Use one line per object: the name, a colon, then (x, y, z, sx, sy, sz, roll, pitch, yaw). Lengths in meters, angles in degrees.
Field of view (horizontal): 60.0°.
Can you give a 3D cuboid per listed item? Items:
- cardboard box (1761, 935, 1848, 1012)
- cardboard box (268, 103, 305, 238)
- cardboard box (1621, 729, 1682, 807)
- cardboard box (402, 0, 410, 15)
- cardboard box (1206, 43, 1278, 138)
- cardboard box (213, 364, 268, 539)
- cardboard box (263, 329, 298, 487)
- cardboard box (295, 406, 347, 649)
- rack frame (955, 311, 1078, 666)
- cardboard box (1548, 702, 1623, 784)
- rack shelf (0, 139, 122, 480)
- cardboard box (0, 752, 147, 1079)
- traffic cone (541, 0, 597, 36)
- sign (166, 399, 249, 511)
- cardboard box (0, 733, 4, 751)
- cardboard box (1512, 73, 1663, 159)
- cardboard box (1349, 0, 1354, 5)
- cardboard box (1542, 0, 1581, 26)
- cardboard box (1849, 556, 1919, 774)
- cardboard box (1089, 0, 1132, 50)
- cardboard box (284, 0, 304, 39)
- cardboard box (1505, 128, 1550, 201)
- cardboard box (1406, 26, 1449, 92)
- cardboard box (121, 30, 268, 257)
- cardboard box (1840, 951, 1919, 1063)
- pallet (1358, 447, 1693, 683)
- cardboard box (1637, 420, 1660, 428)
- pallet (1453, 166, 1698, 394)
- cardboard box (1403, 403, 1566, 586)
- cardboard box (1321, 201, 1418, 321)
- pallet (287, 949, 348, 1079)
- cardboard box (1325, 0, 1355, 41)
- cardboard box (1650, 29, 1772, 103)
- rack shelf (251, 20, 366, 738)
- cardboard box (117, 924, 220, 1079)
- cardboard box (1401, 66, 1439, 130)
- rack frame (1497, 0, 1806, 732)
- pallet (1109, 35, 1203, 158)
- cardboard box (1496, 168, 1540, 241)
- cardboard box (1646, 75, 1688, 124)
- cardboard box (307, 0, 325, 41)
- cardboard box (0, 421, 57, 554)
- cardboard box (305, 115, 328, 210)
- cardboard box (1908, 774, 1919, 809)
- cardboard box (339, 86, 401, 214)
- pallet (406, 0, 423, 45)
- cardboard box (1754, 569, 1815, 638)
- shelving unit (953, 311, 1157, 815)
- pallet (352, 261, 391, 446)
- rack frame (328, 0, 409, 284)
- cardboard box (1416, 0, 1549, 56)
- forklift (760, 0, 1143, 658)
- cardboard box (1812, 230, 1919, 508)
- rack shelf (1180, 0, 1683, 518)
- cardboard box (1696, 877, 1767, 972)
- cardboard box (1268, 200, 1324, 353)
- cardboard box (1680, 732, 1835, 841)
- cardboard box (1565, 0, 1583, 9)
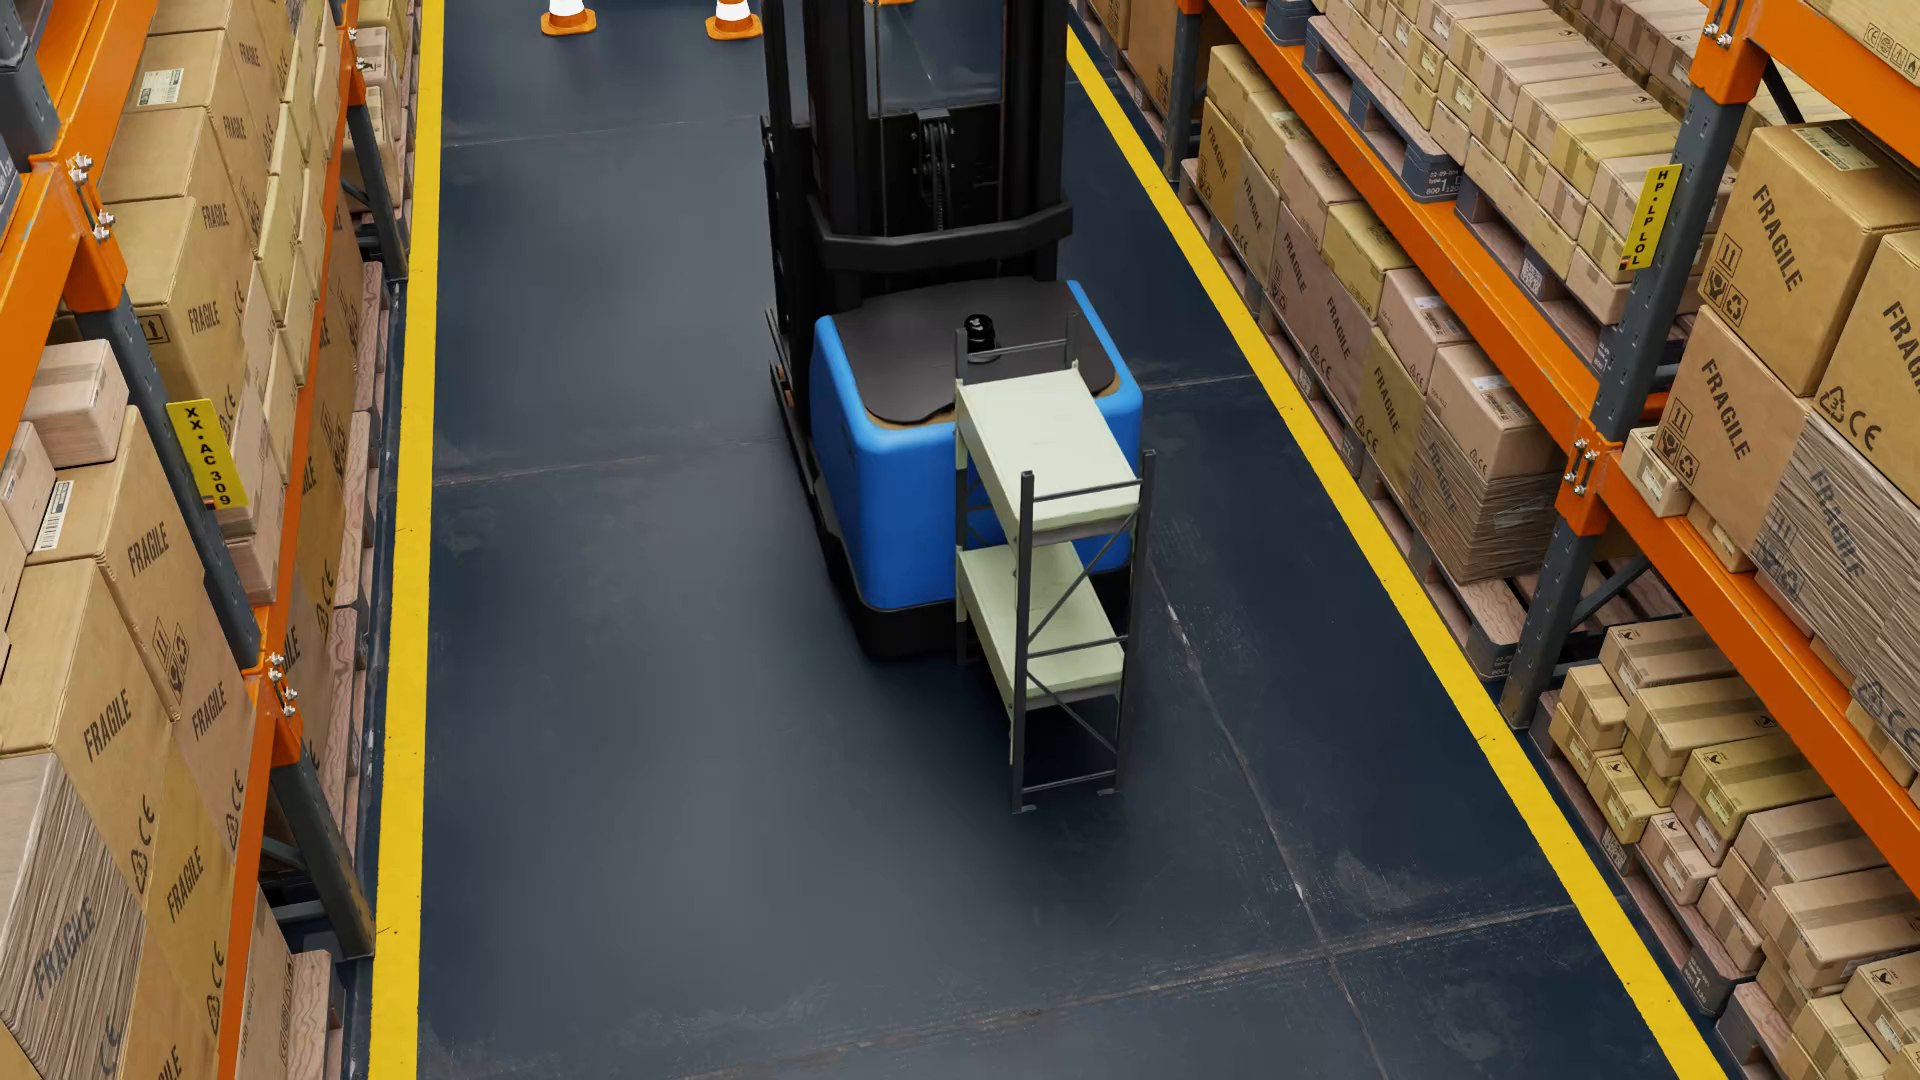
cardboard box: (2.547, 1.196, 4.750, 0.380, 0.149, 0.250, -7, 42, -7)
cardboard box: (-2.506, -1.218, 5.599, 0.500, 0.250, 0.500, -10, 42, -11)
cardboard box: (2.367, 0.686, 5.324, 0.380, 0.149, 0.250, -8, 42, -9)
cardboard box: (-3.805, -3.324, 9.898, 0.950, 0.372, 0.625, -6, 42, -7)
cardboard box: (1.508, -2.157, 7.923, 0.500, 0.250, 0.500, -10, 43, -11)
cardboard box: (-2.172, -0.225, 4.481, 0.500, 0.250, 0.500, -9, 42, -11)
cardboard box: (-2.303, -0.371, 5.021, 0.500, 0.250, 0.500, -9, 42, -10)
cardboard box: (-2.767, -0.106, 5.894, 0.875, 0.875, 0.875, -7, 42, -8)
rack frame: (0.181, -0.130, 5.766, 0.400, 1.500, 0.023, -10, 43, -11)
cardboard box: (2.224, 0.648, 5.592, 0.380, 0.149, 0.250, -10, 43, -11)
rack shelf: (-1.921, 0.675, 2.013, 1.077, 0.370, 4.000, -8, 42, -9)
cardboard box: (-1.760, 0.745, 2.823, 0.500, 0.500, 0.500, -8, 42, -9)
traffic cone: (-2.444, -3.403, 10.234, 0.336, 0.463, 0.334, -8, 42, -9)
sign: (-1.811, -0.203, 4.007, 0.100, 0.325, 0.005, -8, 42, -9)
cardboard box: (-1.818, 0.399, 2.723, 0.380, 0.149, 0.250, -9, 42, -10)
cardboard box: (2.069, -1.403, 5.496, 0.380, 0.149, 0.250, -10, 42, -11)
cardboard box: (1.733, -2.295, 6.725, 0.380, 0.149, 0.250, -8, 42, -9)
cardboard box: (2.484, -2.053, 6.452, 0.380, 0.149, 0.250, -9, 42, -10)
cardboard box: (2.507, 0.316, 3.835, 0.500, 0.500, 0.500, -9, 42, -10)
cardboard box: (1.360, -3.426, 9.728, 1.050, 0.750, 0.750, -8, 42, -9)
cardboard box: (-2.730, -2.144, 6.077, 0.500, 0.500, 0.500, -8, 42, -9)
cardboard box: (2.072, -1.279, 5.581, 0.380, 0.149, 0.250, -7, 42, -7)
cardboard box: (1.892, -1.801, 6.169, 0.380, 0.149, 0.250, -8, 42, -9)
cardboard box: (-2.409, -1.158, 4.966, 0.500, 0.500, 0.500, -9, 42, -10)
cardboard box: (2.629, 1.247, 4.468, 0.380, 0.149, 0.250, -10, 43, -11)
pallet: (2.290, -0.005, 6.597, 1.003, 0.211, 1.213, -8, 42, -9)
cardboard box: (2.558, -0.563, 6.127, 0.500, 0.250, 0.500, -10, 43, -11)
pallet: (2.436, -0.988, 5.748, 1.003, 0.211, 1.213, -8, 42, -9)
cardboard box: (2.054, -0.209, 6.293, 0.500, 0.500, 0.500, -9, 42, -10)
cardboard box: (1.826, -1.168, 6.809, 0.500, 0.250, 0.500, -10, 43, -11)
pallet: (-2.265, 1.778, 4.588, 1.003, 0.211, 1.213, -8, 42, -9)
cardboard box: (1.731, -2.185, 6.825, 0.380, 0.149, 0.250, -7, 42, -8)
cardboard box: (2.653, -1.659, 5.784, 0.380, 0.149, 0.250, -9, 42, -10)
rack shelf: (-2.784, -0.796, 5.929, 1.077, 0.370, 4.000, -8, 42, -9)
cardboard box: (-1.763, 1.114, 3.160, 0.500, 0.500, 0.500, -9, 42, -10)
cardboard box: (1.896, -1.680, 6.256, 0.380, 0.149, 0.250, -7, 42, -7)
rack frame: (2.459, -0.544, 5.103, 1.000, 3.000, 0.127, -8, 42, -9)
pallet: (1.499, -2.615, 9.537, 1.003, 0.211, 1.213, -8, 42, -9)
cardboard box: (2.072, -1.166, 5.677, 0.380, 0.149, 0.250, -8, 42, -9)
cardboard box: (2.653, -1.543, 5.877, 0.380, 0.149, 0.250, -10, 43, -11)
cardboard box: (-2.863, -2.215, 6.722, 0.500, 0.250, 0.500, -8, 42, -9)
cardboard box: (-2.024, -0.082, 3.266, 0.380, 0.149, 0.250, -7, 42, -8)
cardboard box: (-2.634, -1.357, 6.132, 0.500, 0.250, 0.500, -9, 42, -10)
cardboard box: (2.533, 0.628, 3.973, 0.380, 0.149, 0.250, -7, 42, -7)
cardboard box: (-3.328, -1.904, 8.298, 0.950, 0.372, 0.625, -11, 43, -12)
pallet: (-3.910, -3.407, 10.429, 1.003, 0.211, 1.213, -8, 42, -9)
cardboard box: (2.438, 0.103, 4.564, 0.380, 0.149, 0.250, -10, 43, -11)
shelving unit: (0.275, 0.105, 5.502, 0.431, 1.500, 0.755, -10, 43, -11)
pallet: (-3.119, -0.797, 7.489, 1.003, 0.211, 1.213, -8, 42, -9)
rack frame: (-3.216, -2.362, 7.151, 1.000, 3.000, 0.127, -8, 42, -9)
cardboard box: (1.901, -1.906, 6.063, 0.380, 0.149, 0.250, -10, 43, -11)
forklift: (-0.220, -1.650, 6.401, 1.130, 2.935, 3.031, -10, 43, -11)
cardboard box: (2.446, -0.405, 3.894, 0.500, 0.500, 0.500, -10, 42, -11)
rack shelf: (2.028, -1.571, 6.802, 1.077, 0.370, 4.000, -8, 42, -9)
cardboard box: (2.490, 1.131, 5.047, 0.380, 0.149, 0.250, -9, 42, -10)
cardboard box: (1.727, -1.206, 7.416, 0.500, 0.500, 0.500, -9, 42, -10)
cardboard box: (2.436, 0.740, 5.040, 0.380, 0.149, 0.250, -9, 42, -10)
cardboard box: (2.482, -2.163, 6.352, 0.380, 0.149, 0.250, -7, 42, -8)
